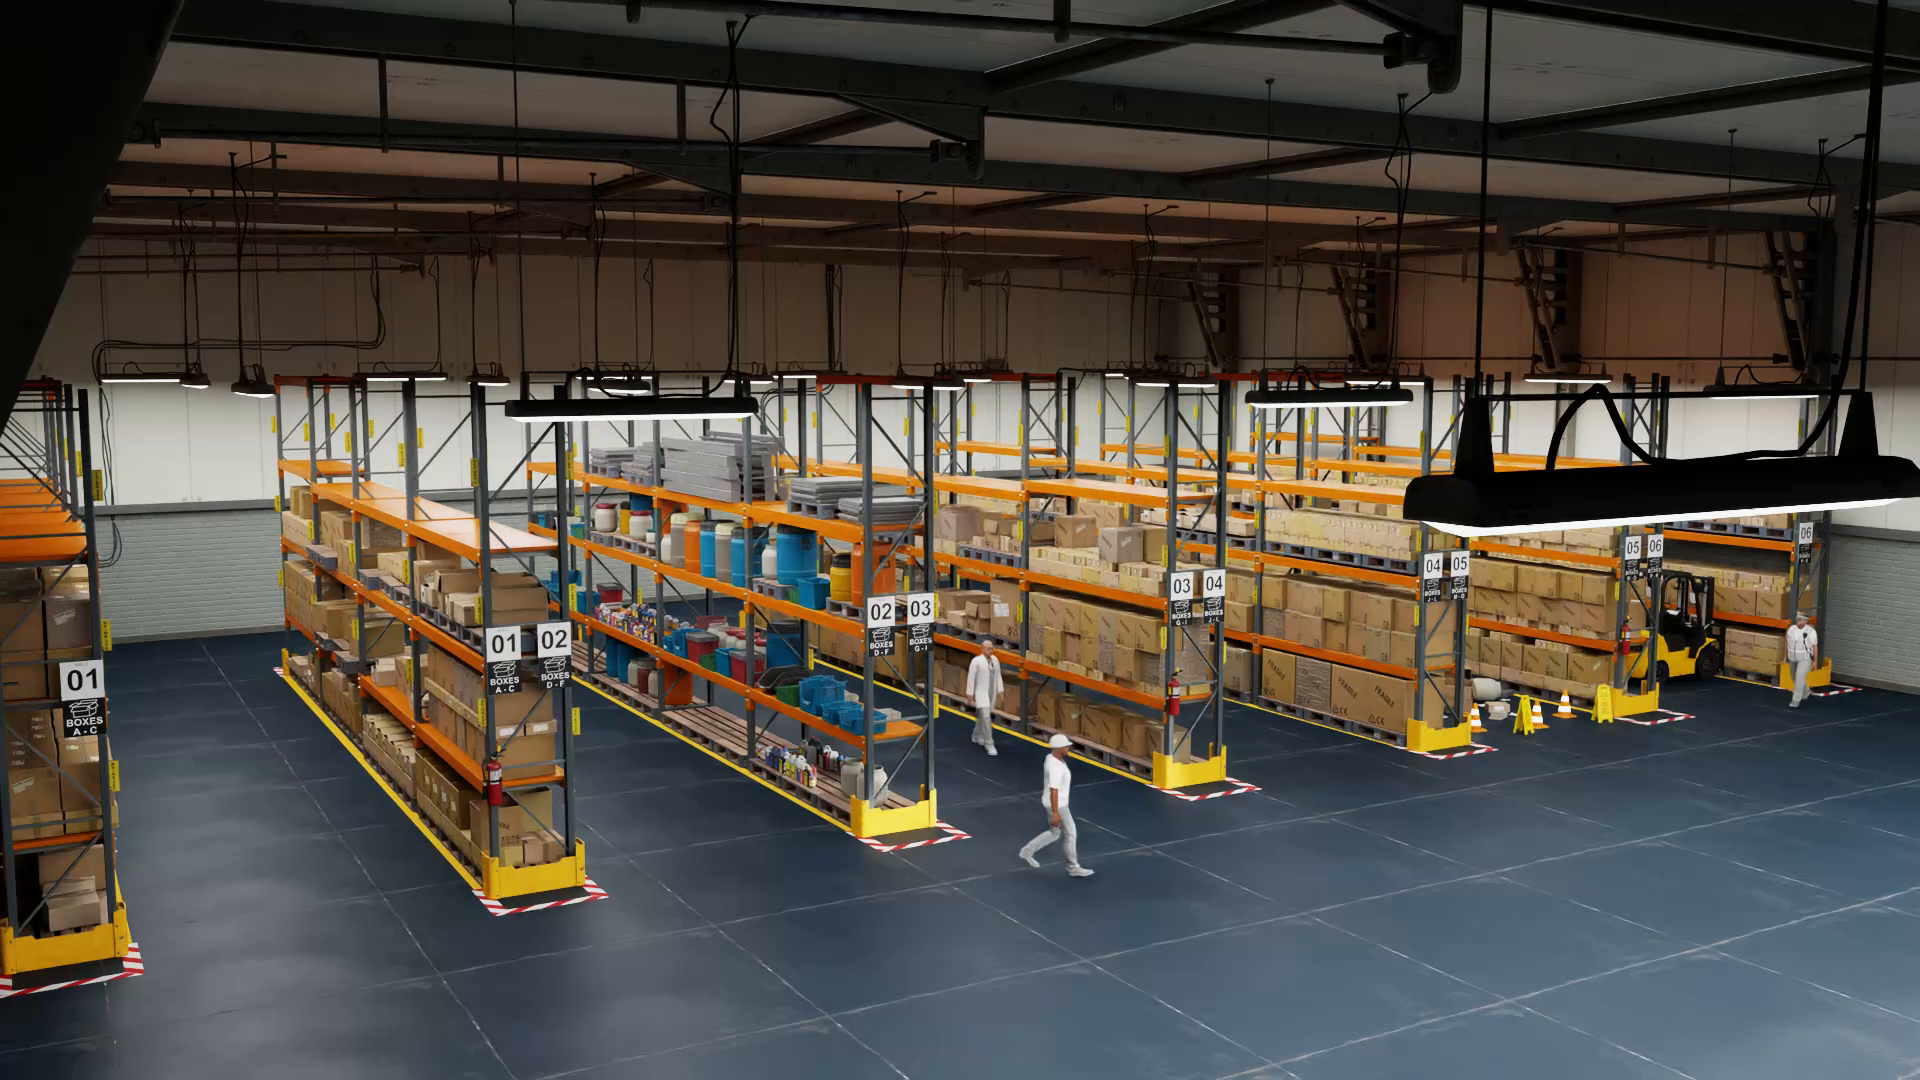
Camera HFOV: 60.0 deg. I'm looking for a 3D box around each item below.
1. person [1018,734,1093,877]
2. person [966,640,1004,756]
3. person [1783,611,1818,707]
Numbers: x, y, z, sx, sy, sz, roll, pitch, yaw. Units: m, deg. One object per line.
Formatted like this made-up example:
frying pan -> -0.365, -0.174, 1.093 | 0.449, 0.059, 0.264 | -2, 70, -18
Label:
person -> 1.171, 3.239, 20.379 | 0.908, 1.741, 0.630 | 0, 6, -1
person -> 0.438, 2.519, 26.918 | 0.617, 1.795, 0.860 | -6, 8, -43
person -> 15.352, 2.142, 30.343 | 0.986, 1.729, 0.564 | -5, 8, -37
